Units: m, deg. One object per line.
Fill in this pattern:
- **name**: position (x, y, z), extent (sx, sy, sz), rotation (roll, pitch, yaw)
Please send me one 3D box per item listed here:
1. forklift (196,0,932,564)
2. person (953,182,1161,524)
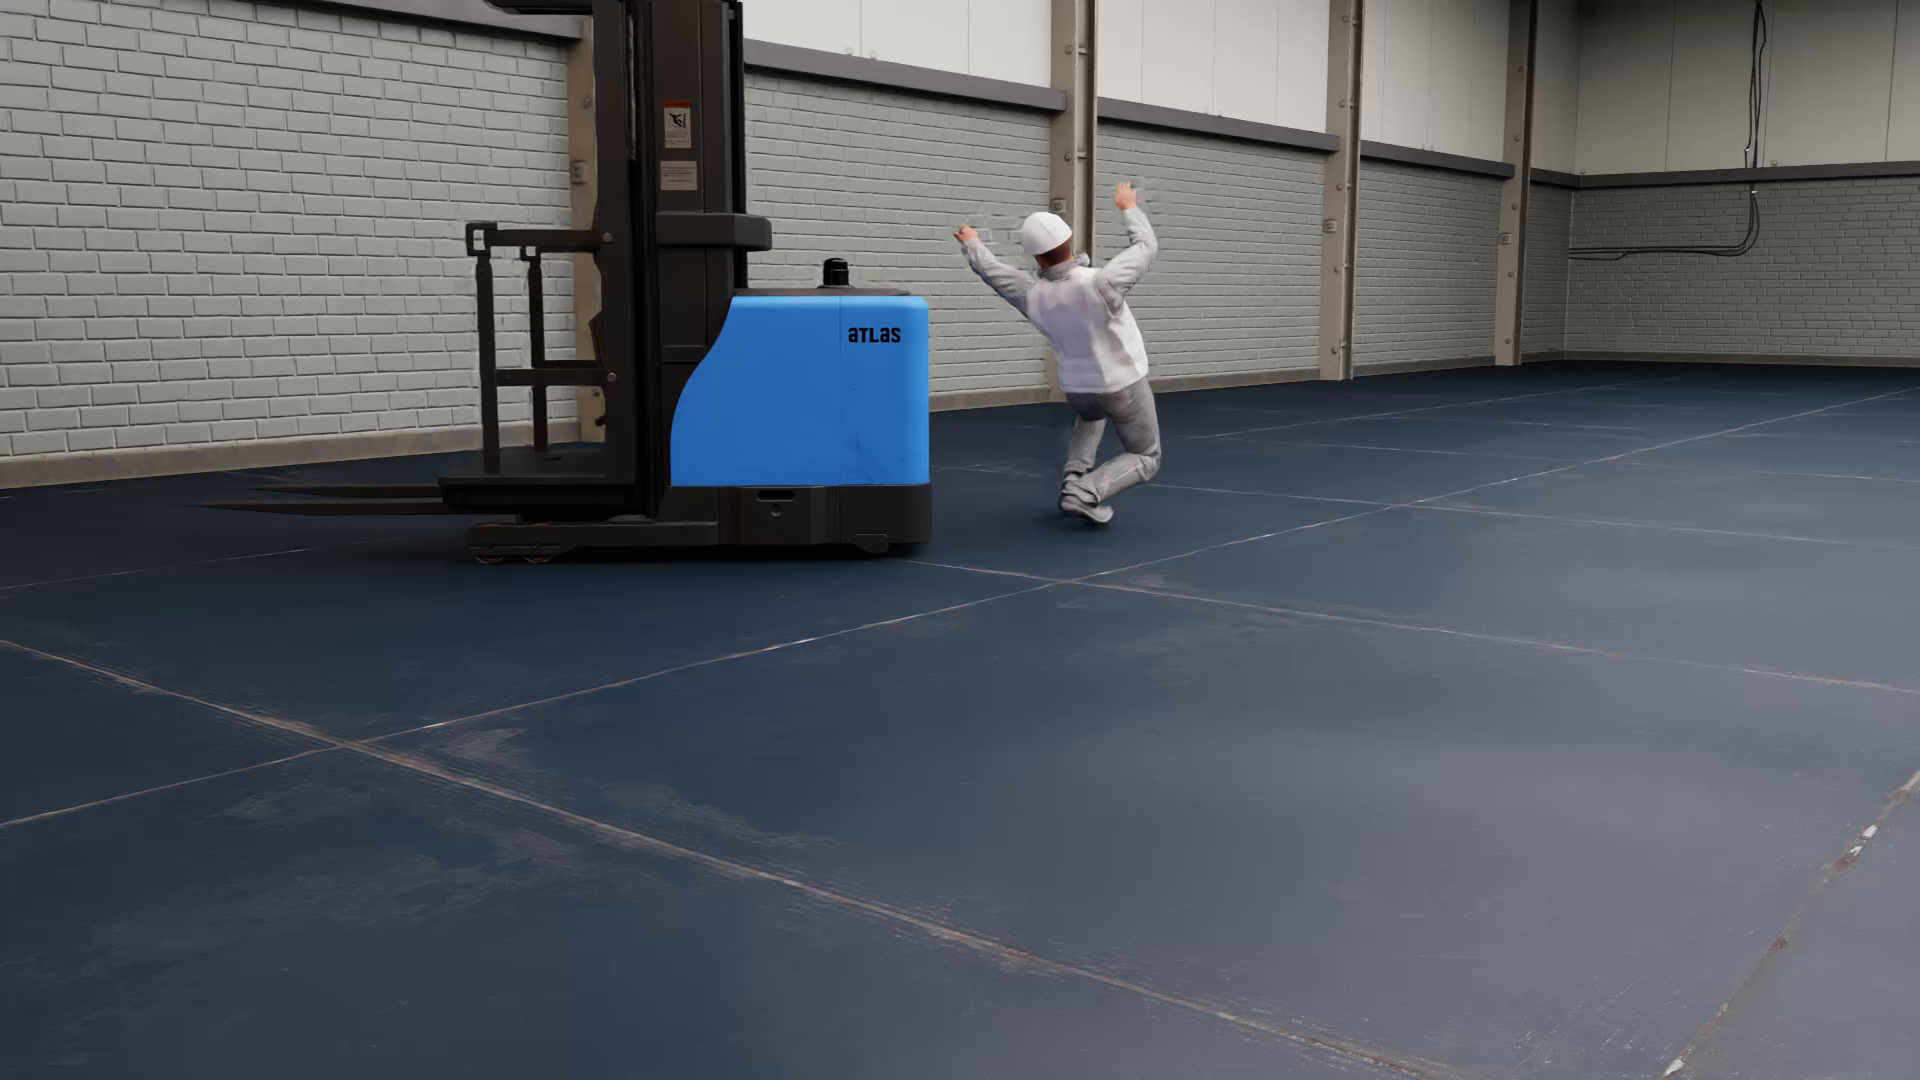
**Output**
- **forklift**: position (-1.650, -1.432, 7.066), extent (3.031, 2.935, 1.130), rotation (0, 8, -3)
- **person**: position (0.479, -0.877, 7.931), extent (1.058, 1.620, 0.848), rotation (7, 11, 39)
